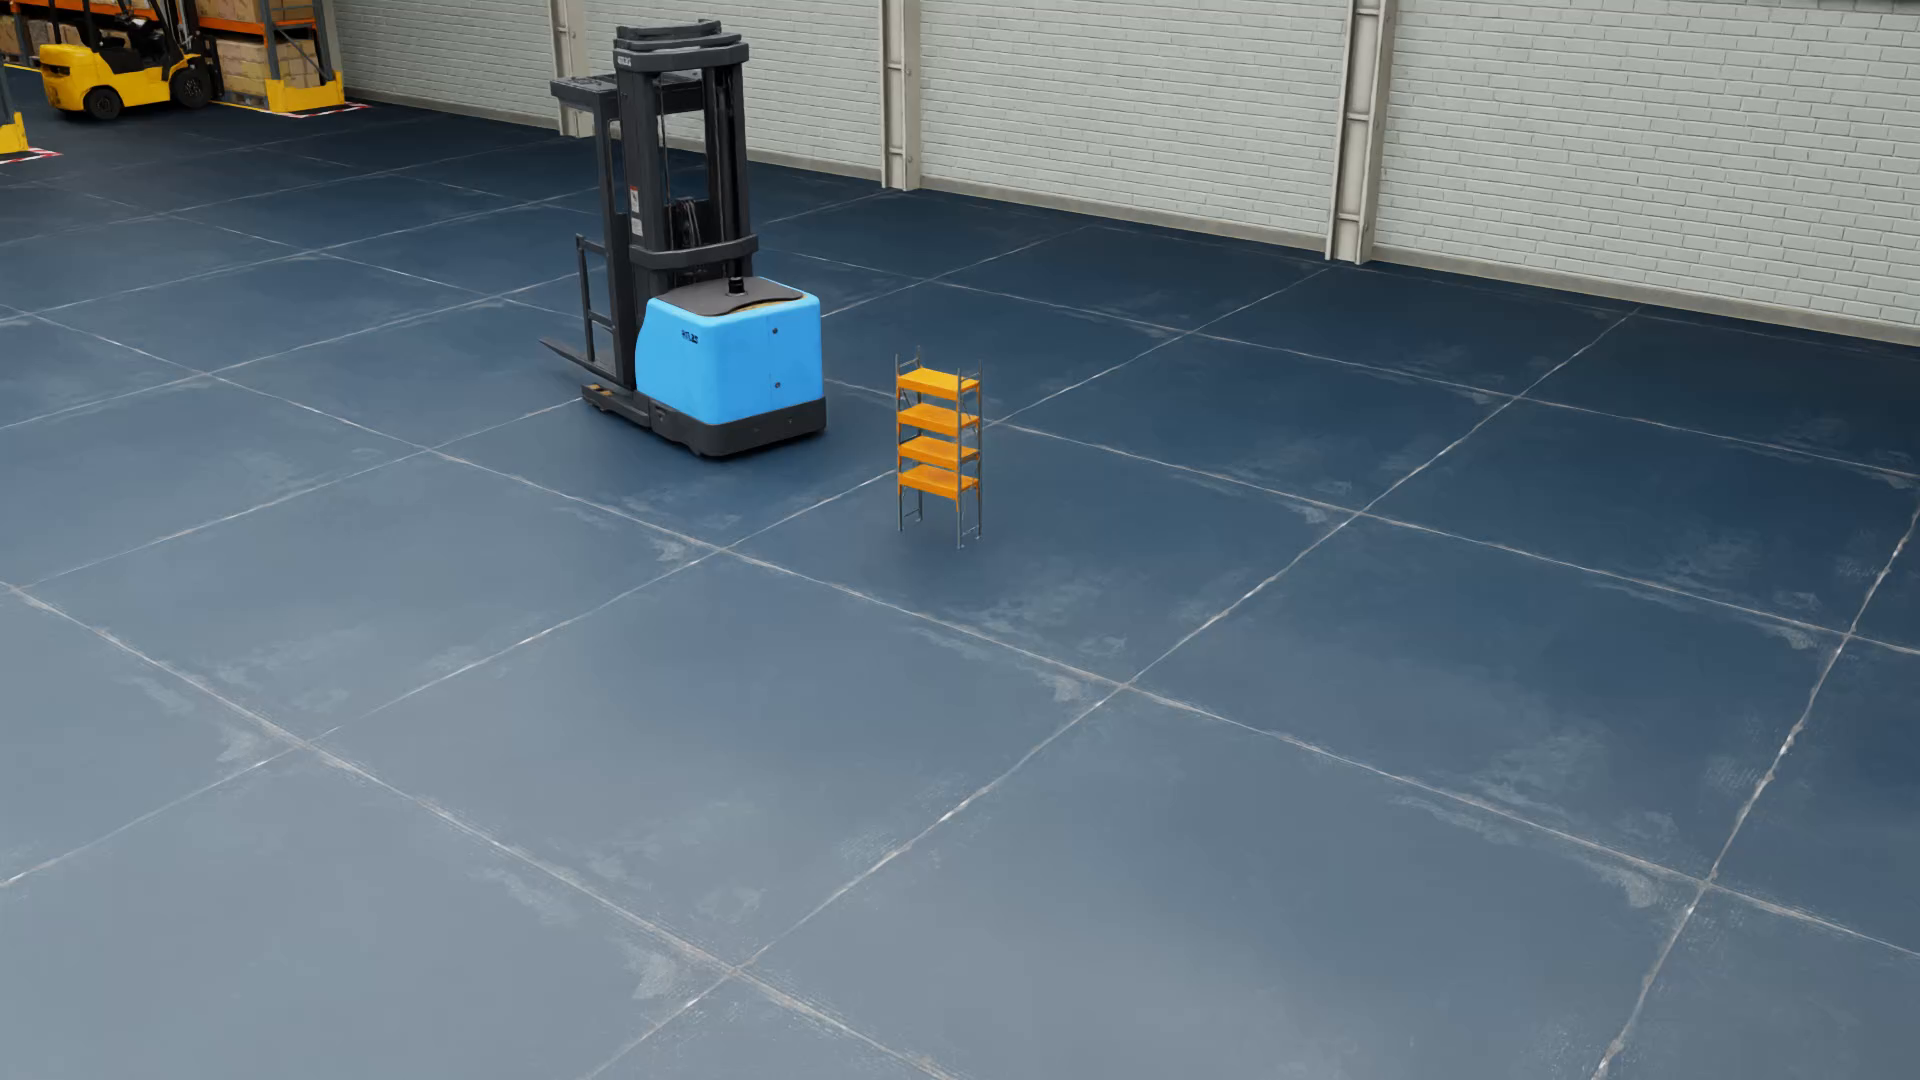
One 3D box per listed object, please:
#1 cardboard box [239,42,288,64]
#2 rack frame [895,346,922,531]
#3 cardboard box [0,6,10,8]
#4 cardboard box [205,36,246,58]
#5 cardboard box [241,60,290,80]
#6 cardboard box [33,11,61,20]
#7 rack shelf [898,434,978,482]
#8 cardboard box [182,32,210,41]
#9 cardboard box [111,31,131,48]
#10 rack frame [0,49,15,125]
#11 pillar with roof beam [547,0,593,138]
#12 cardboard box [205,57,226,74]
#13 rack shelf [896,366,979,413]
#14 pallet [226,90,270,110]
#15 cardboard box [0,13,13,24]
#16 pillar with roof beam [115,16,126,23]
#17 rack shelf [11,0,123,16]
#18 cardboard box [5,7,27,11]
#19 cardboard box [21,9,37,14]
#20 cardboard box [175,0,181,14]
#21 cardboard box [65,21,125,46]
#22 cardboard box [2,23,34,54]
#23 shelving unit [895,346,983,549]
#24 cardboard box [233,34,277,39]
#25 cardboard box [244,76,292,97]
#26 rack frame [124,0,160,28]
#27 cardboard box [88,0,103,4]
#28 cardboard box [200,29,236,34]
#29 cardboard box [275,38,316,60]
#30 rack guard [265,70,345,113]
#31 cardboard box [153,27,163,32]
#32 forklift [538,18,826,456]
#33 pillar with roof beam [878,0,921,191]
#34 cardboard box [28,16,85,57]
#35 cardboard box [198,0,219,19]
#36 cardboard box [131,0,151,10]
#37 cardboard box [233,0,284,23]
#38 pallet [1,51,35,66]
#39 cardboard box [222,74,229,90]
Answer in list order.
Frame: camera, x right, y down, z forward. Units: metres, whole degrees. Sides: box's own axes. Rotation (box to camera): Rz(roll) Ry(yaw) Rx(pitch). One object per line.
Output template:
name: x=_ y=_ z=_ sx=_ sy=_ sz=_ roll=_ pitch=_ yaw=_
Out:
cardboard box: x=-10.869 y=-7.615 z=25.962 sx=0.500 sy=0.250 sz=0.500 roll=18 pitch=29 yaw=35
rack frame: x=-0.328 y=-0.648 z=10.733 sx=0.015 sy=1.200 sz=0.240 roll=17 pitch=29 yaw=33
cardboard box: x=-18.203 y=-10.094 z=31.713 sx=0.250 sy=0.149 sz=0.380 roll=16 pitch=28 yaw=31
cardboard box: x=-11.691 y=-7.856 z=26.508 sx=0.500 sy=0.250 sz=0.500 roll=17 pitch=29 yaw=34
cardboard box: x=-10.891 y=-7.392 z=26.077 sx=0.500 sy=0.250 sz=0.500 roll=16 pitch=29 yaw=33
cardboard box: x=-16.946 y=-9.719 z=30.864 sx=0.250 sy=0.149 sz=0.380 roll=19 pitch=30 yaw=36
rack shelf: x=-0.132 y=-0.528 z=10.626 sx=0.480 sy=0.148 sz=0.258 roll=17 pitch=29 yaw=33
cardboard box: x=-12.508 y=-8.110 z=27.085 sx=0.500 sy=0.250 sz=0.500 roll=18 pitch=29 yaw=35
cardboard box: x=-13.939 y=-8.408 z=28.538 sx=0.625 sy=0.625 sz=0.875 roll=18 pitch=30 yaw=36
rack frame: x=-13.288 y=-6.611 z=22.033 sx=0.127 sy=3.000 sz=1.000 roll=17 pitch=29 yaw=33
pillar with roof beam: x=-8.111 y=-8.578 z=19.057 sx=0.400 sy=9.000 sz=9.100 roll=17 pitch=29 yaw=33
cardboard box: x=-11.711 y=-7.635 z=26.628 sx=0.500 sy=0.250 sz=0.500 roll=16 pitch=28 yaw=32
rack shelf: x=-0.132 y=-0.949 z=10.441 sx=0.480 sy=0.148 sz=0.258 roll=17 pitch=29 yaw=33
pallet: x=-10.951 y=-7.108 z=26.621 sx=1.213 sy=0.211 sz=1.003 roll=17 pitch=29 yaw=33
cardboard box: x=-17.499 y=-9.586 z=30.562 sx=0.250 sy=0.149 sz=0.380 roll=15 pitch=28 yaw=31
pillar with roof beam: x=-17.713 y=-11.479 z=25.643 sx=0.400 sy=9.000 sz=9.100 roll=17 pitch=29 yaw=33
rack shelf: x=-15.115 y=-9.335 z=29.108 sx=4.000 sy=0.370 sz=1.077 roll=17 pitch=29 yaw=33
cardboard box: x=-17.789 y=-9.970 z=31.432 sx=0.250 sy=0.149 sz=0.380 roll=16 pitch=28 yaw=32
cardboard box: x=-17.389 y=-9.826 z=31.107 sx=0.250 sy=0.149 sz=0.380 roll=17 pitch=29 yaw=34
cardboard box: x=-12.484 y=-8.792 z=26.860 sx=0.500 sy=0.500 sz=0.500 roll=16 pitch=29 yaw=33
cardboard box: x=-15.158 y=-8.780 z=29.380 sx=0.625 sy=0.625 sz=0.875 roll=15 pitch=28 yaw=31
cardboard box: x=-17.183 y=-9.229 z=30.555 sx=0.500 sy=0.500 sz=0.500 roll=18 pitch=29 yaw=35
shelving unit: x=-0.132 y=-0.589 z=10.599 sx=0.503 sy=1.200 sz=0.258 roll=17 pitch=29 yaw=33
cardboard box: x=-11.381 y=-8.026 z=26.894 sx=0.500 sy=0.250 sz=0.500 roll=17 pitch=29 yaw=33
cardboard box: x=-10.879 y=-7.159 z=26.166 sx=0.500 sy=0.250 sz=0.500 roll=17 pitch=29 yaw=34
rack frame: x=-13.515 y=-9.180 z=27.865 sx=0.127 sy=3.000 sz=1.000 roll=17 pitch=29 yaw=33
cardboard box: x=-14.480 y=-9.269 z=28.252 sx=0.500 sy=0.250 sz=0.500 roll=17 pitch=29 yaw=33
cardboard box: x=-12.194 y=-8.271 z=27.450 sx=0.500 sy=0.250 sz=0.500 roll=17 pitch=29 yaw=34
cardboard box: x=-10.585 y=-7.782 z=26.340 sx=0.500 sy=0.250 sz=0.500 roll=16 pitch=29 yaw=33
rack guard: x=-10.295 y=-7.063 z=26.161 sx=0.348 sy=0.500 sz=1.175 roll=17 pitch=29 yaw=33
cardboard box: x=-13.316 y=-8.353 z=27.638 sx=0.500 sy=0.250 sz=0.500 roll=16 pitch=29 yaw=33
forklift: x=-2.339 y=-2.461 z=12.700 sx=1.130 sy=2.935 sz=3.031 roll=-19 pitch=30 yaw=-36
pillar with roof beam: x=-3.310 y=-7.127 z=15.764 sx=0.400 sy=9.000 sz=9.100 roll=17 pitch=29 yaw=33
cardboard box: x=-16.224 y=-9.098 z=30.102 sx=0.625 sy=0.625 sz=0.875 roll=18 pitch=29 yaw=35
cardboard box: x=-11.685 y=-8.545 z=26.300 sx=0.500 sy=0.500 sz=0.500 roll=16 pitch=29 yaw=32
cardboard box: x=-13.316 y=-9.034 z=27.410 sx=0.500 sy=0.500 sz=0.500 roll=16 pitch=28 yaw=32
cardboard box: x=-10.865 y=-8.293 z=25.728 sx=0.500 sy=0.500 sz=0.500 roll=16 pitch=28 yaw=32
pallet: x=-17.290 y=-9.064 z=31.060 sx=1.213 sy=0.211 sz=1.003 roll=17 pitch=29 yaw=33
cardboard box: x=-11.666 y=-7.406 z=26.727 sx=0.500 sy=0.250 sz=0.500 roll=17 pitch=29 yaw=34
